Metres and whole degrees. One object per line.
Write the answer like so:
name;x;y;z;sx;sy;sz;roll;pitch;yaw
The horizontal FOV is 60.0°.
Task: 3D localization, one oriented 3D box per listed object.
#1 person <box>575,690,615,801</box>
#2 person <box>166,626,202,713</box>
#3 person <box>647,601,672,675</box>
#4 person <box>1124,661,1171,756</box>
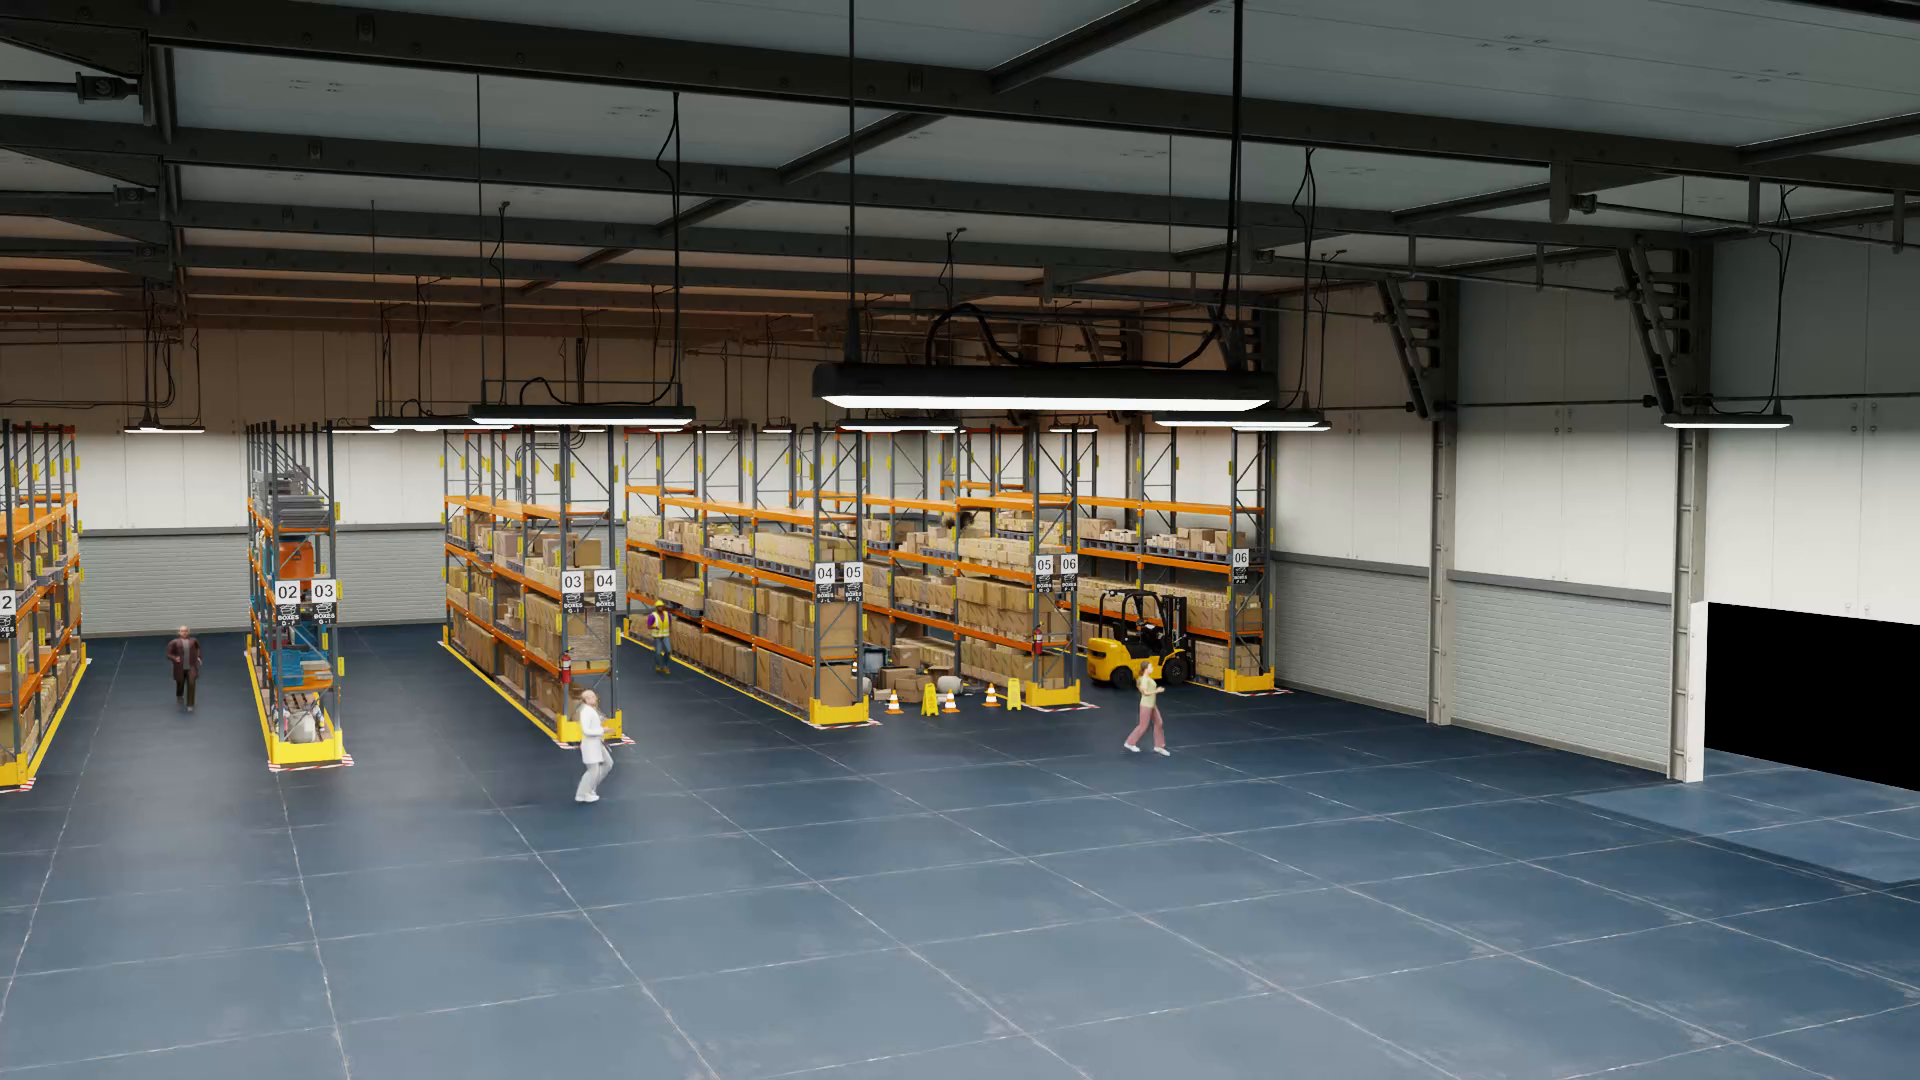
person;-5.683;3.220;25.977;0.673;1.762;0.694;0;4;3
person;-16.123;2.666;34.599;0.718;1.764;1.024;-2;4;-35
person;-7.189;2.355;39.971;0.671;1.805;0.738;-2;4;-27
person;3.356;3.007;29.751;0.823;1.701;0.570;1;4;18
